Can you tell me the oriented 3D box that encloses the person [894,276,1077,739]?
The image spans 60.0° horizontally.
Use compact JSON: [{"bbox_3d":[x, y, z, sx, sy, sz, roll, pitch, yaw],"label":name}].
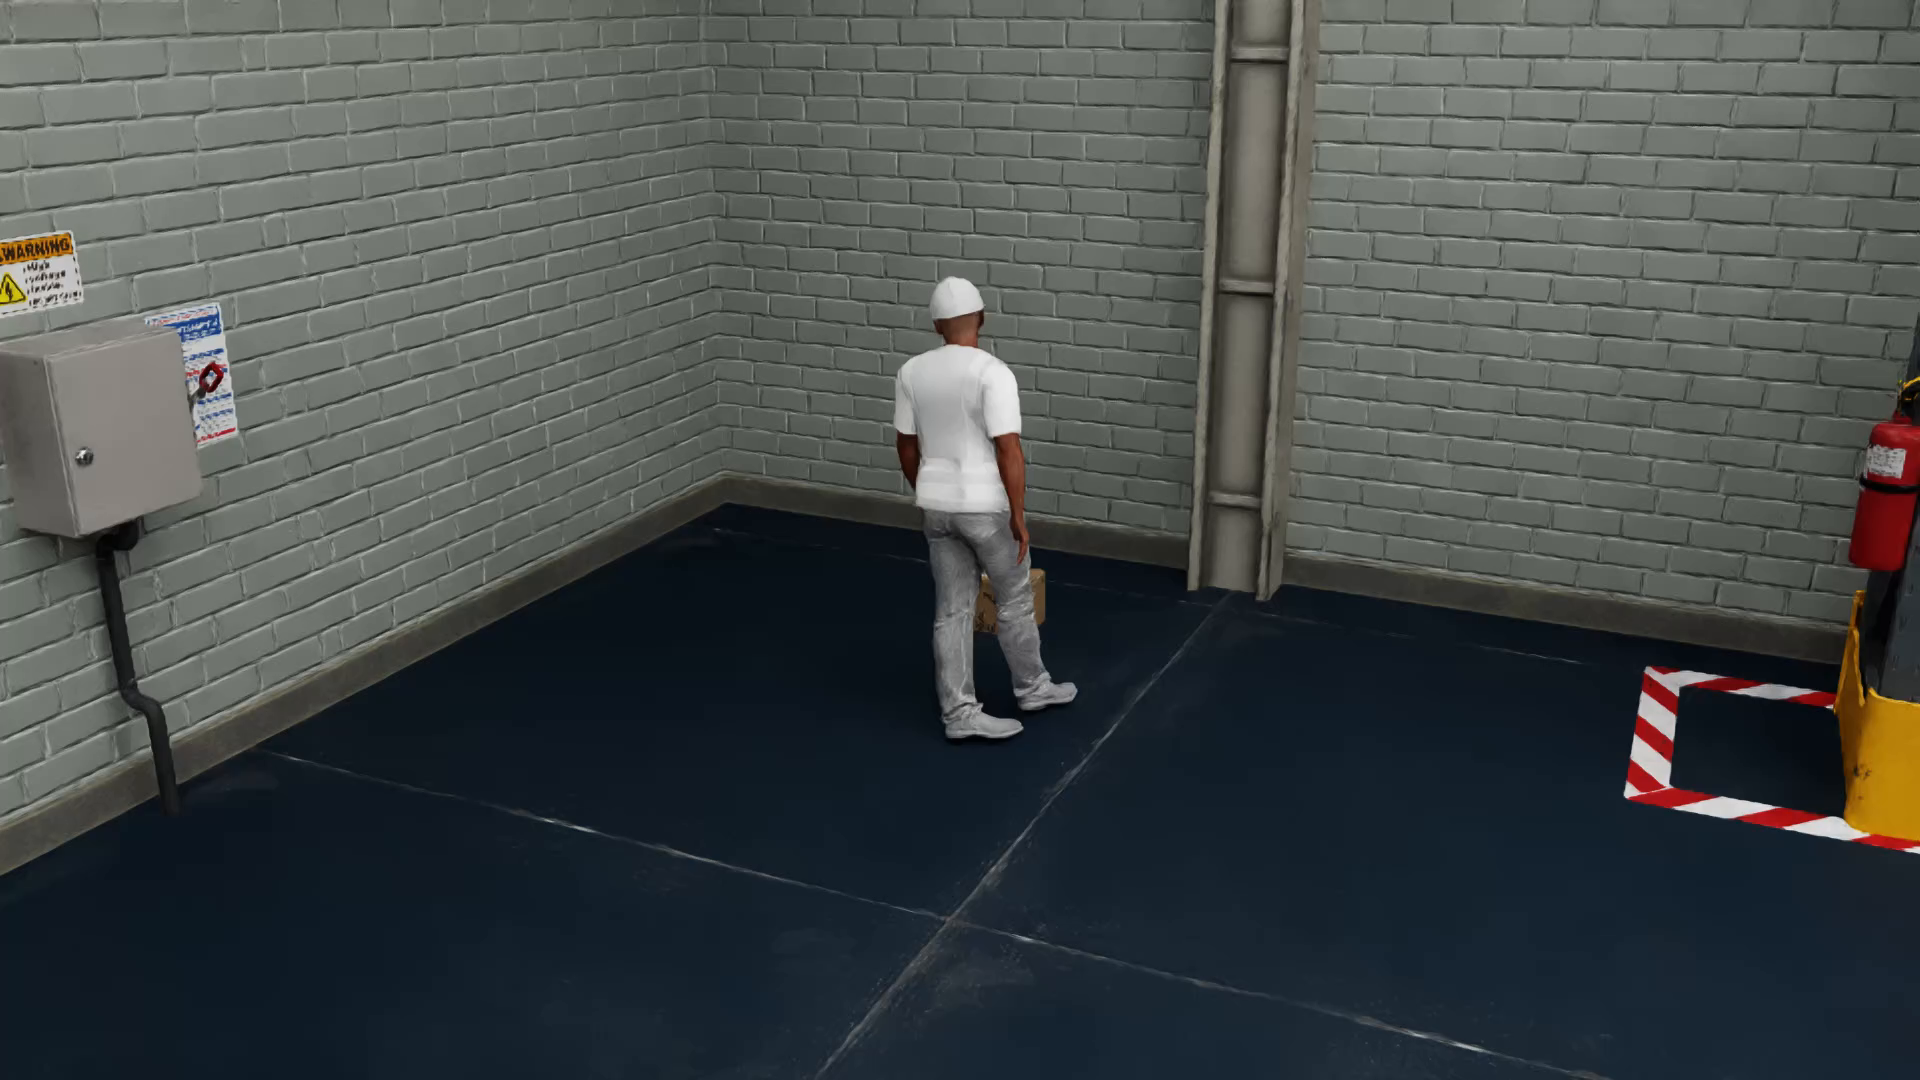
[{"bbox_3d":[0.101,-0.144,6.435,0.667,1.752,0.669,15,24,37],"label":"person"}]
